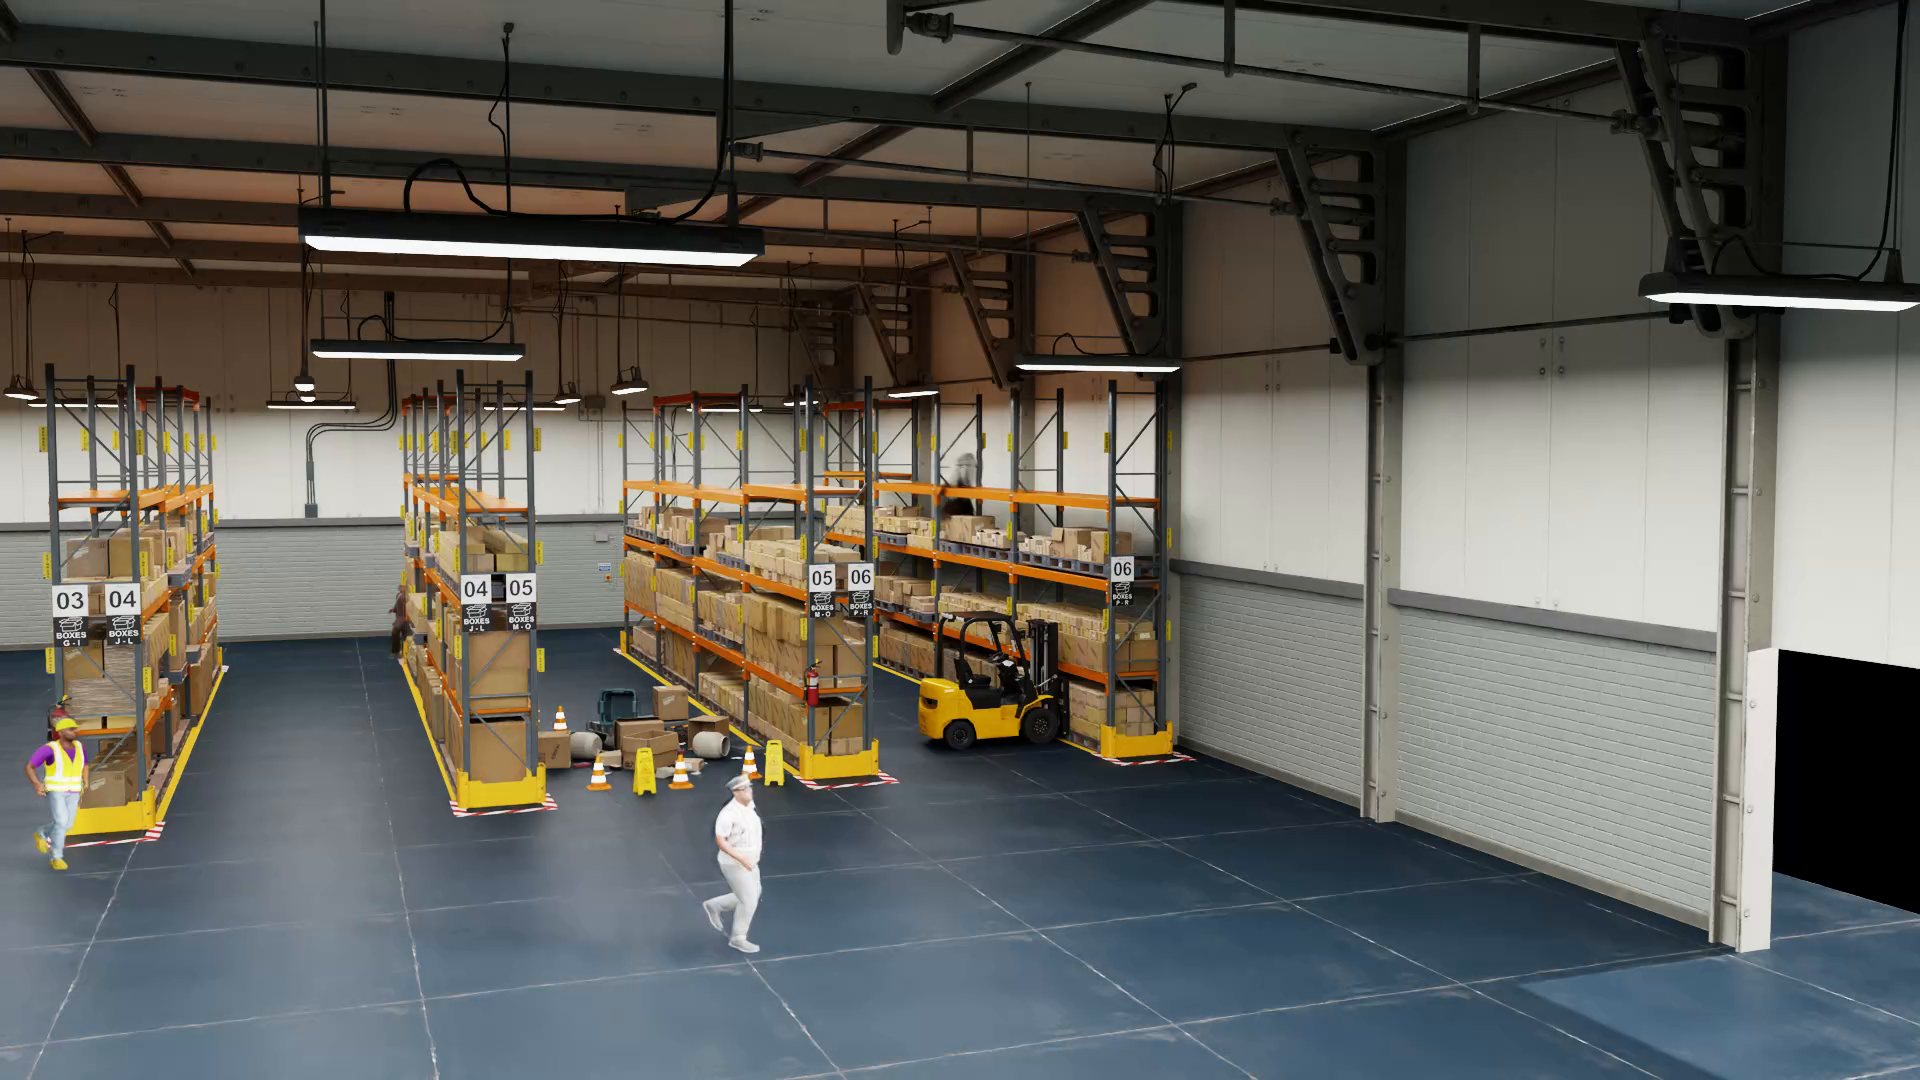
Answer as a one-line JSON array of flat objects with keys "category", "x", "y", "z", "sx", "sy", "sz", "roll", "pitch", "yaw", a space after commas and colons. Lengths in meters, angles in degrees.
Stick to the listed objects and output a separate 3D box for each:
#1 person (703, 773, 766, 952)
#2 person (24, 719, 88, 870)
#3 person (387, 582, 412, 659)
[{"category": "person", "x": -2.267, "y": 3.172, "z": 16.499, "sx": 0.667, "sy": 1.771, "sz": 0.669, "roll": 1, "pitch": 4, "yaw": 18}, {"category": "person", "x": -10.736, "y": 3.001, "z": 19.841, "sx": 0.757, "sy": 1.740, "sz": 0.750, "roll": 2, "pitch": 4, "yaw": 28}, {"category": "person", "x": -12.905, "y": 1.872, "z": 38.645, "sx": 0.856, "sy": 1.840, "sz": 0.767, "roll": -2, "pitch": 4, "yaw": -37}]
